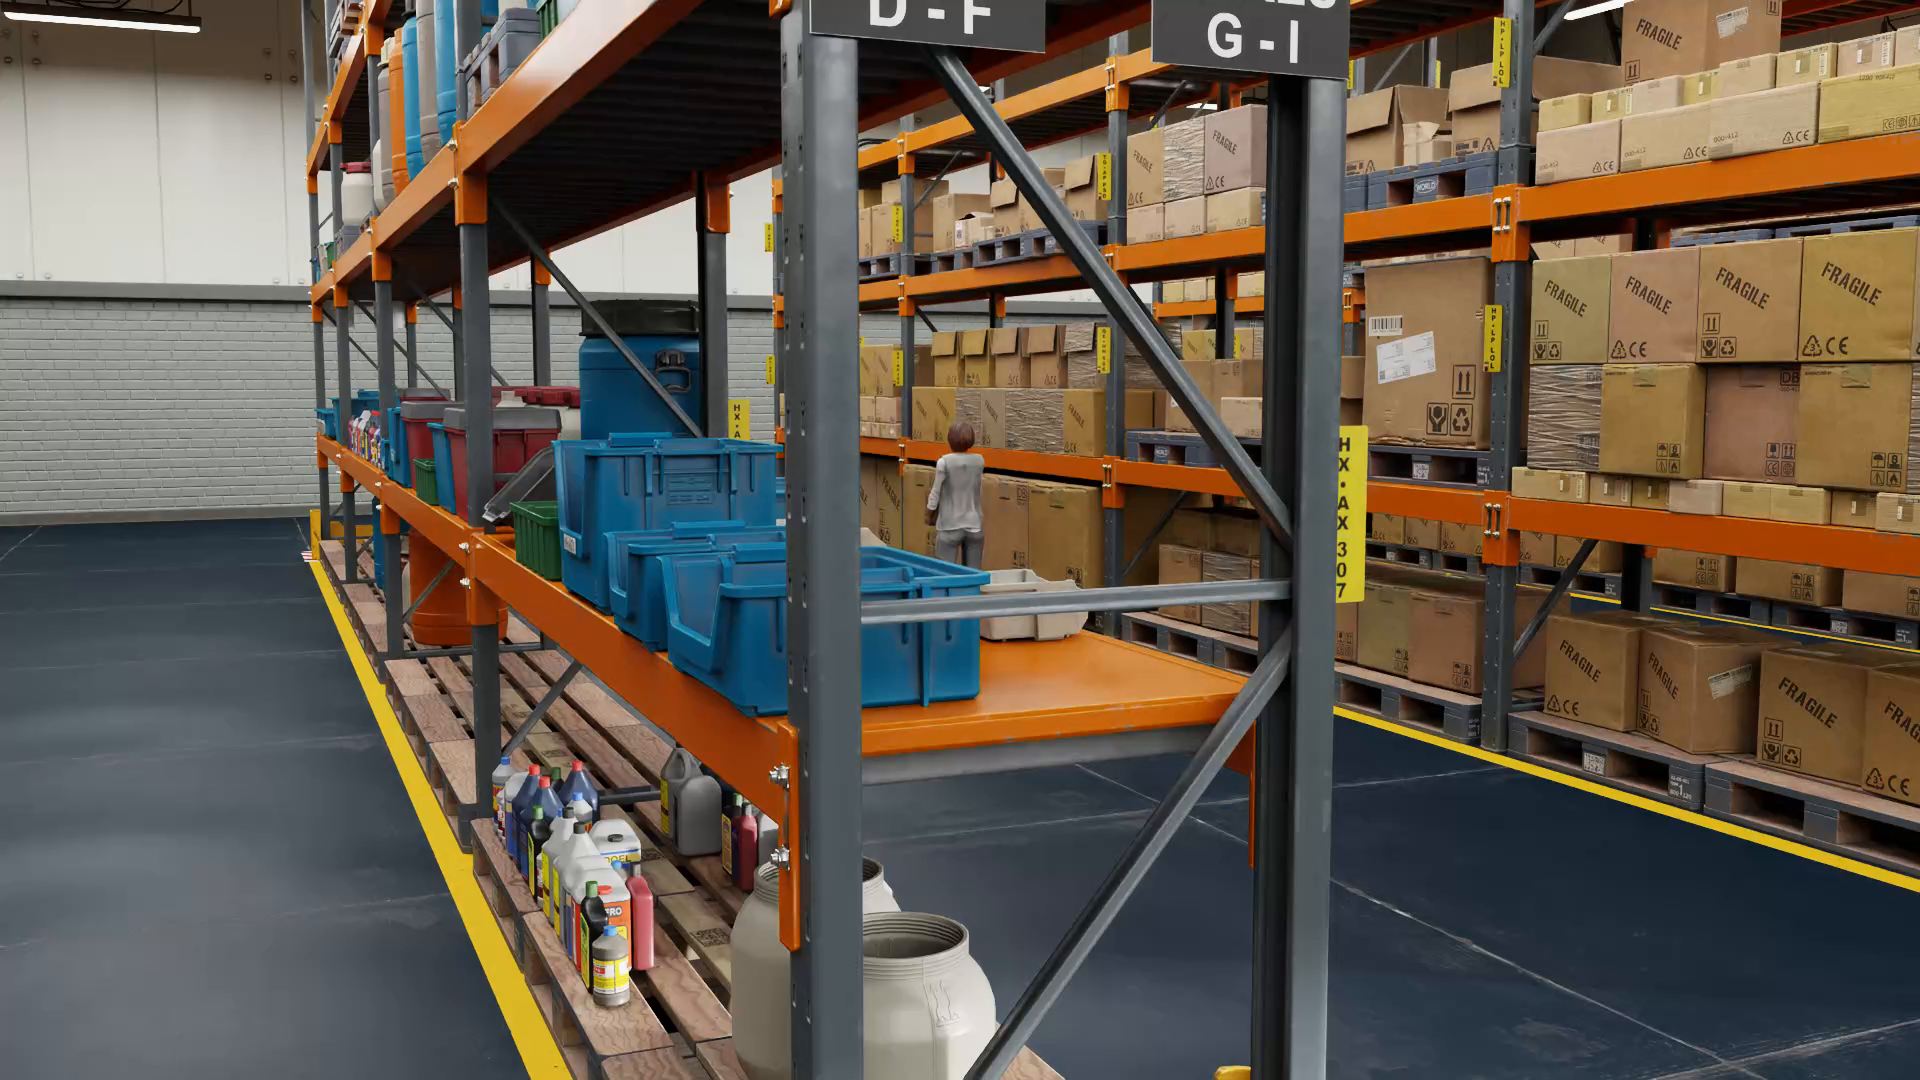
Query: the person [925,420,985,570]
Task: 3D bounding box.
[{"bbox_3d":[-0.035,-0.061,11.864,0.404,1.593,0.494,-2,6,-23],"label":"person"}]
